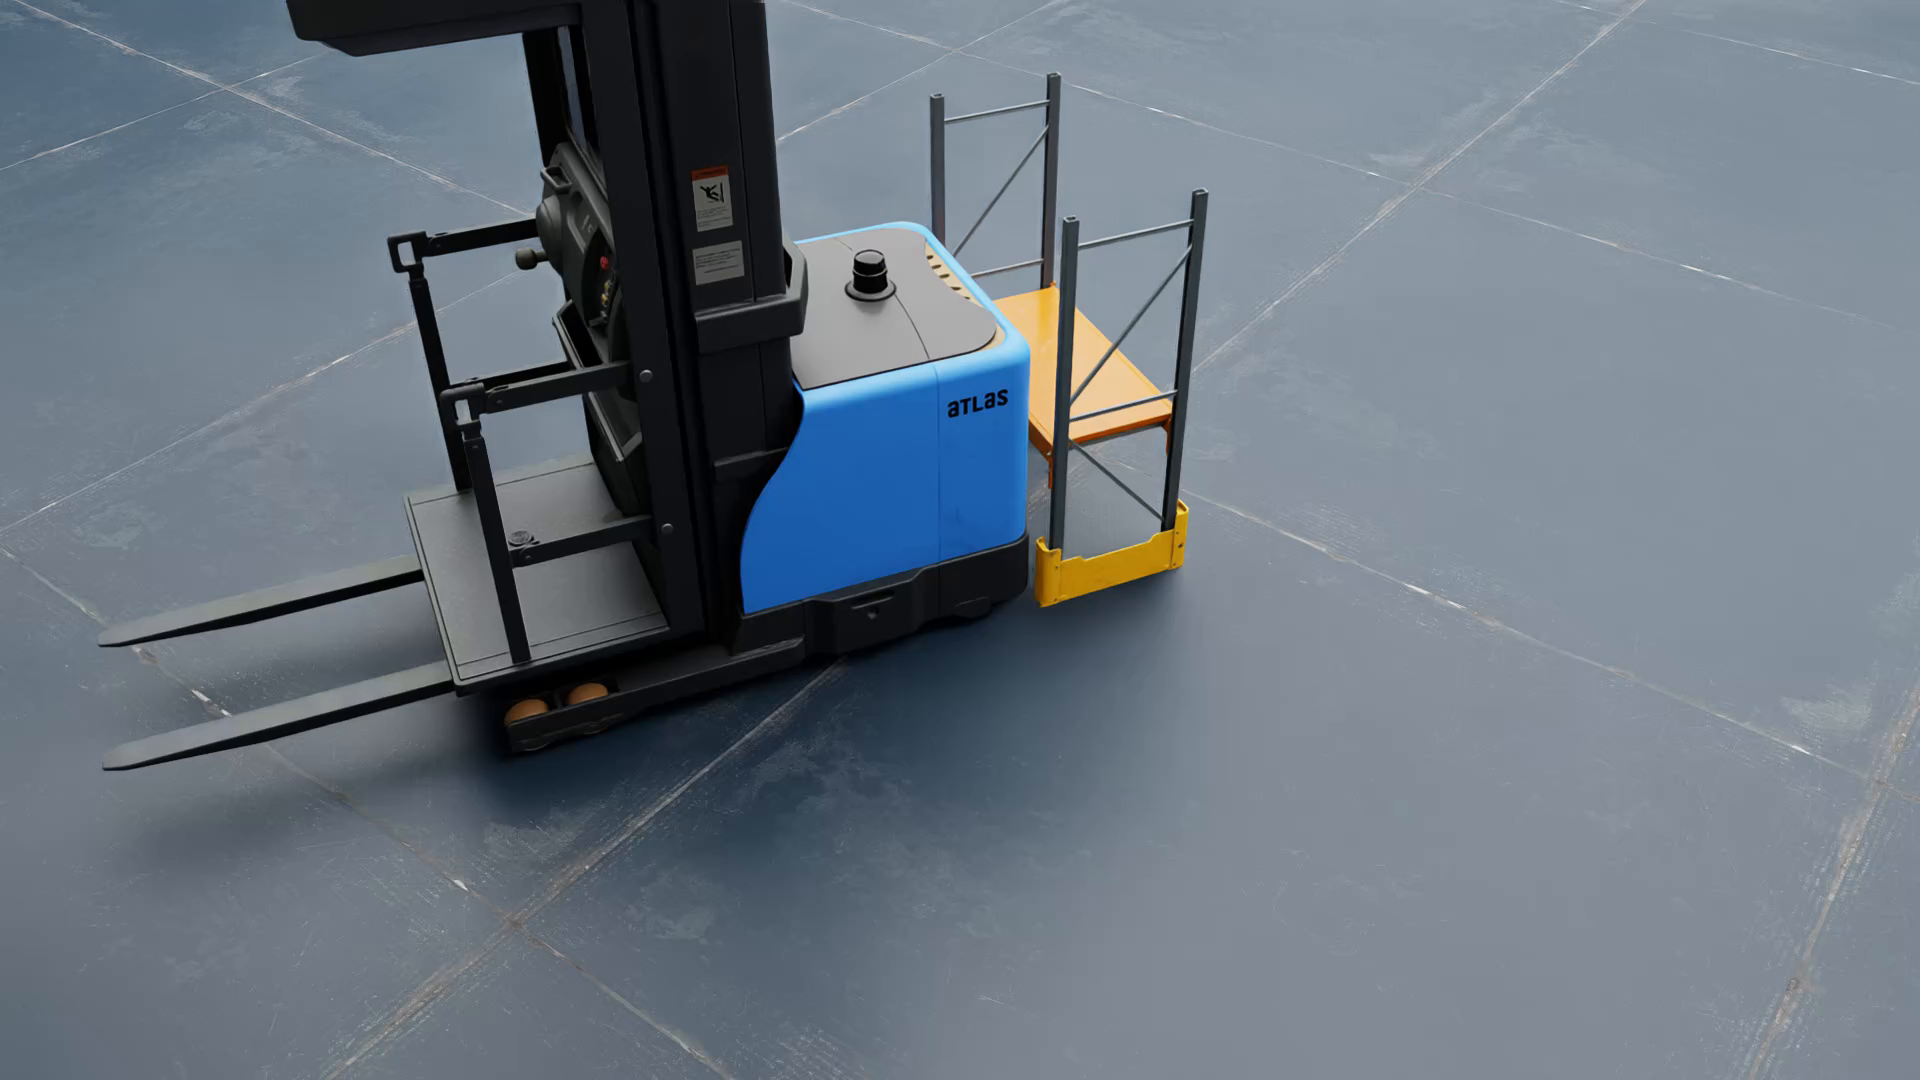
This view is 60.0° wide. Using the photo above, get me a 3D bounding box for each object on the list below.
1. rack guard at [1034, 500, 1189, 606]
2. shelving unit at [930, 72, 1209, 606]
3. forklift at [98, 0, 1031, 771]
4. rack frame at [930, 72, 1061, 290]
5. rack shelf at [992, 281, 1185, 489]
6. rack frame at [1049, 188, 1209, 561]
[{"bbox_3d":[0.546,0.045,5.990,0.587,0.250,0.087,-16,41,-19],"label":"rack guard"},{"bbox_3d":[0.341,-0.727,5.962,0.587,1.500,1.083,-16,41,-19],"label":"shelving unit"},{"bbox_3d":[-1.322,-0.844,4.951,3.031,2.935,1.130,-15,40,-18],"label":"forklift"},{"bbox_3d":[0.129,-1.018,6.333,0.500,1.500,0.032,-16,41,-19],"label":"rack frame"},{"bbox_3d":[0.338,-0.590,6.079,0.538,0.185,1.000,-16,41,-19],"label":"rack shelf"},{"bbox_3d":[0.547,-0.446,5.604,0.500,1.500,0.032,-16,41,-19],"label":"rack frame"}]
